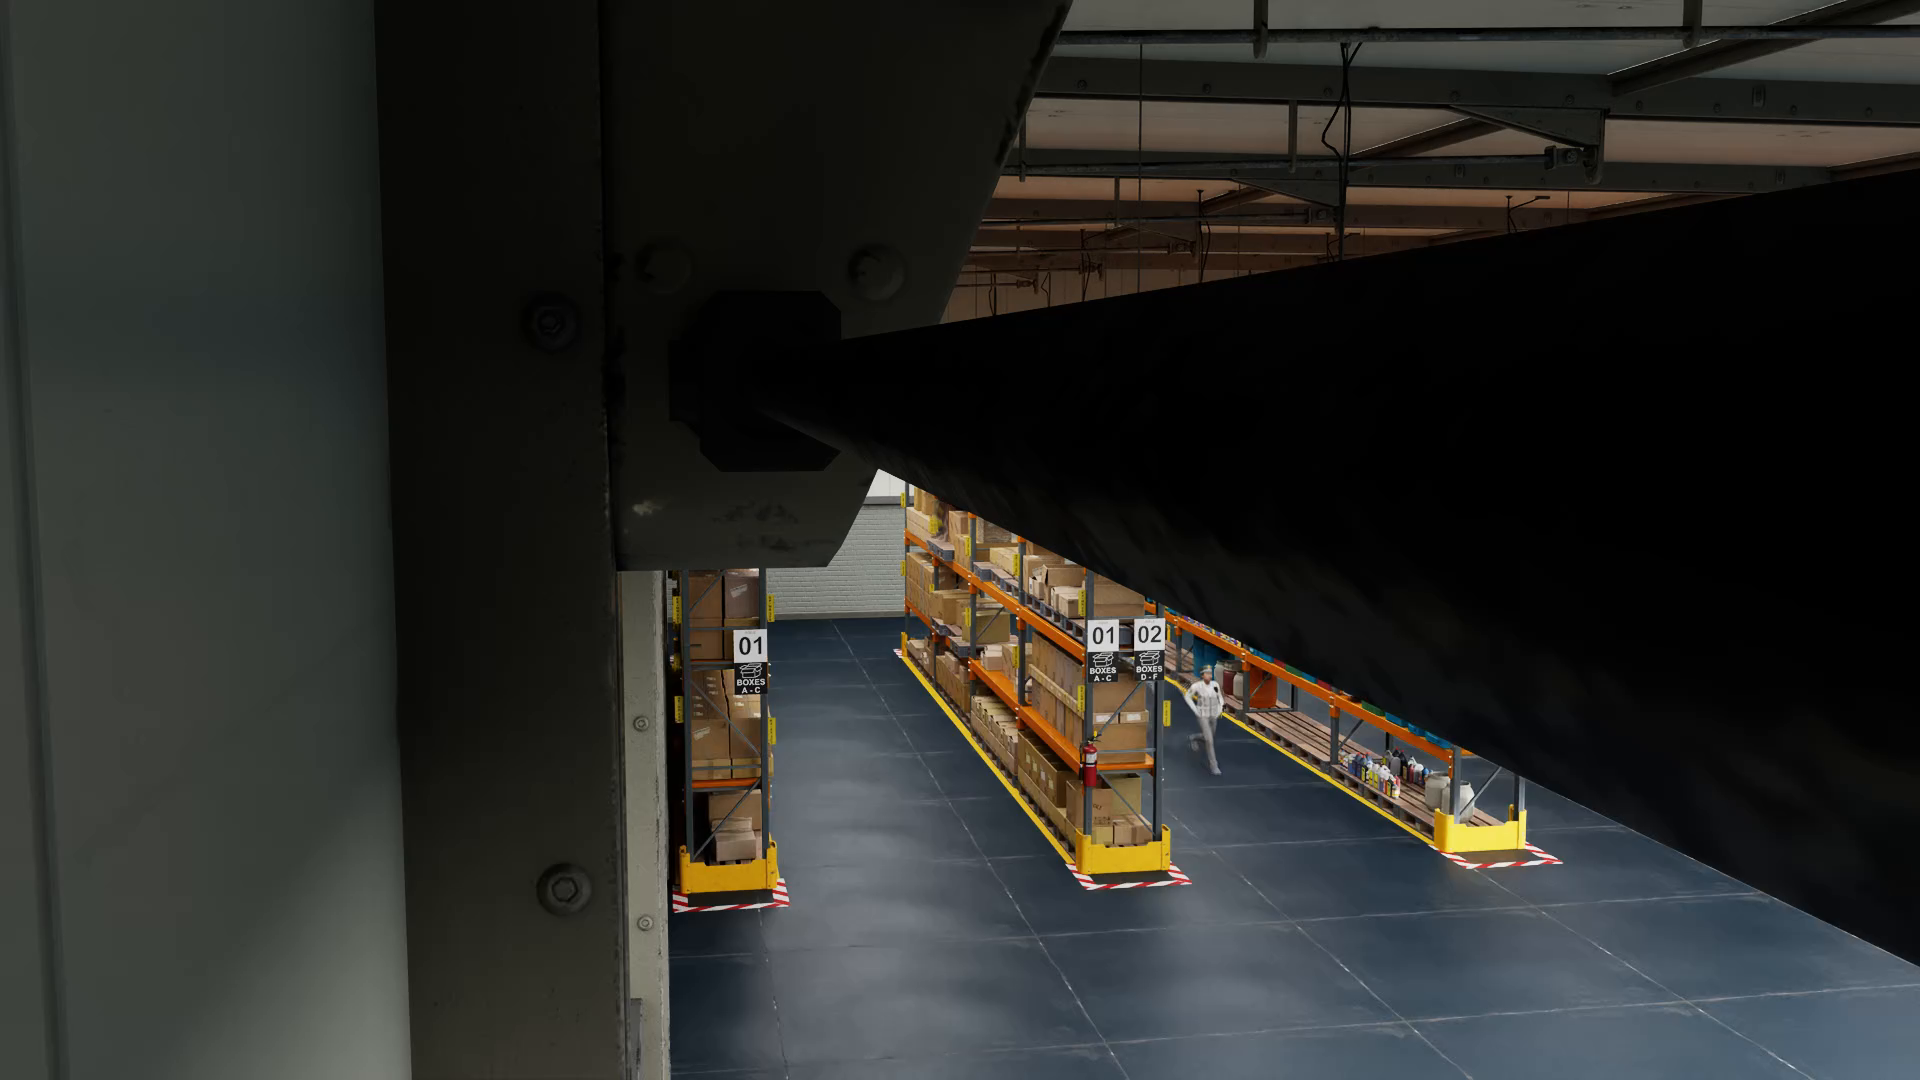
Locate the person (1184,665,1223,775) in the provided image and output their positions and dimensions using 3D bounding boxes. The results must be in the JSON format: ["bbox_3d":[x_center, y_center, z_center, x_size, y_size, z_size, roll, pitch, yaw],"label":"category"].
[{"bbox_3d":[3.891,2.799,26.297,0.592,1.690,1.004,-3,7,-25],"label":"person"}]
